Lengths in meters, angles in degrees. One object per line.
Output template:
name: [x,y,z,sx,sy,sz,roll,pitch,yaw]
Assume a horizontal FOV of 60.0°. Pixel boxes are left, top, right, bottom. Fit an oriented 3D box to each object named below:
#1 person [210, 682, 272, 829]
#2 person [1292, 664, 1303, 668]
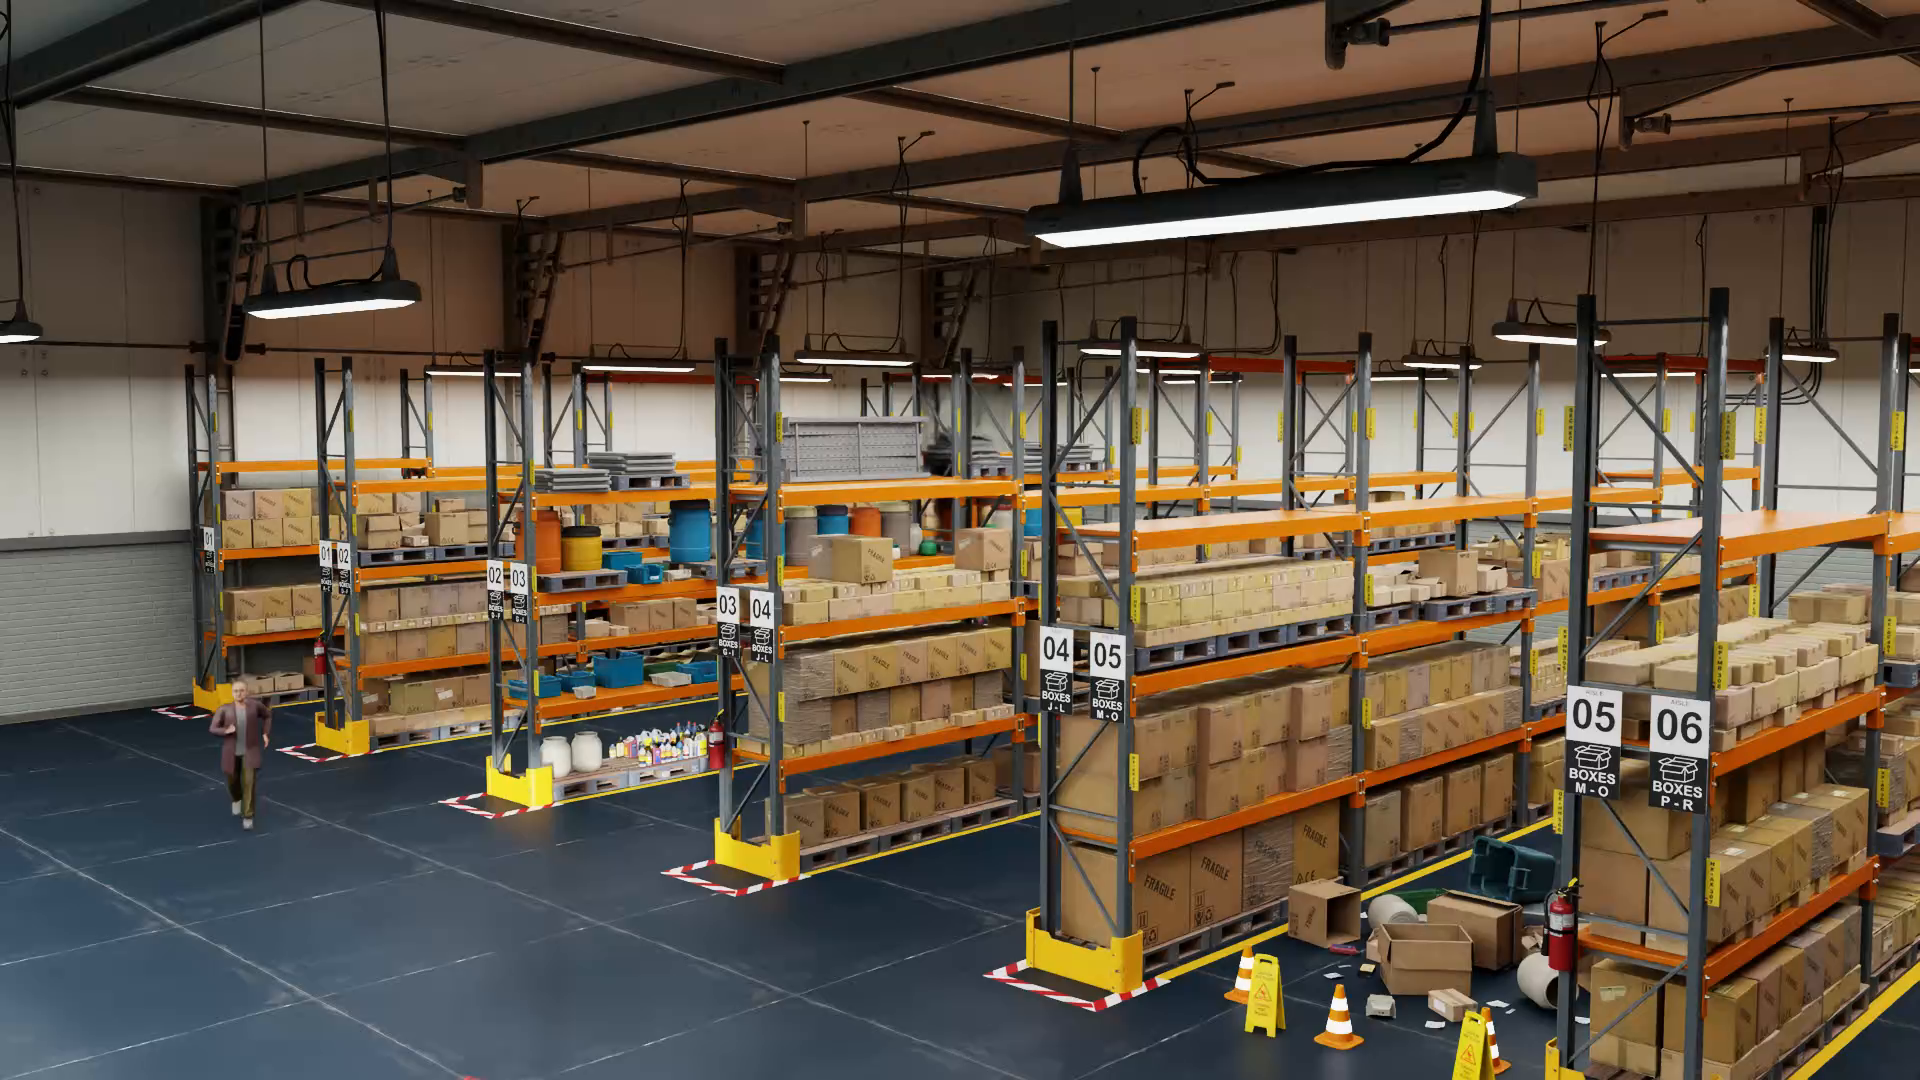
person: [-8.995,2.650,20.815,0.704,1.756,1.075,-2,5,-19]
person: [4.731,2.557,23.410,0.541,1.624,0.553,4,6,45]
